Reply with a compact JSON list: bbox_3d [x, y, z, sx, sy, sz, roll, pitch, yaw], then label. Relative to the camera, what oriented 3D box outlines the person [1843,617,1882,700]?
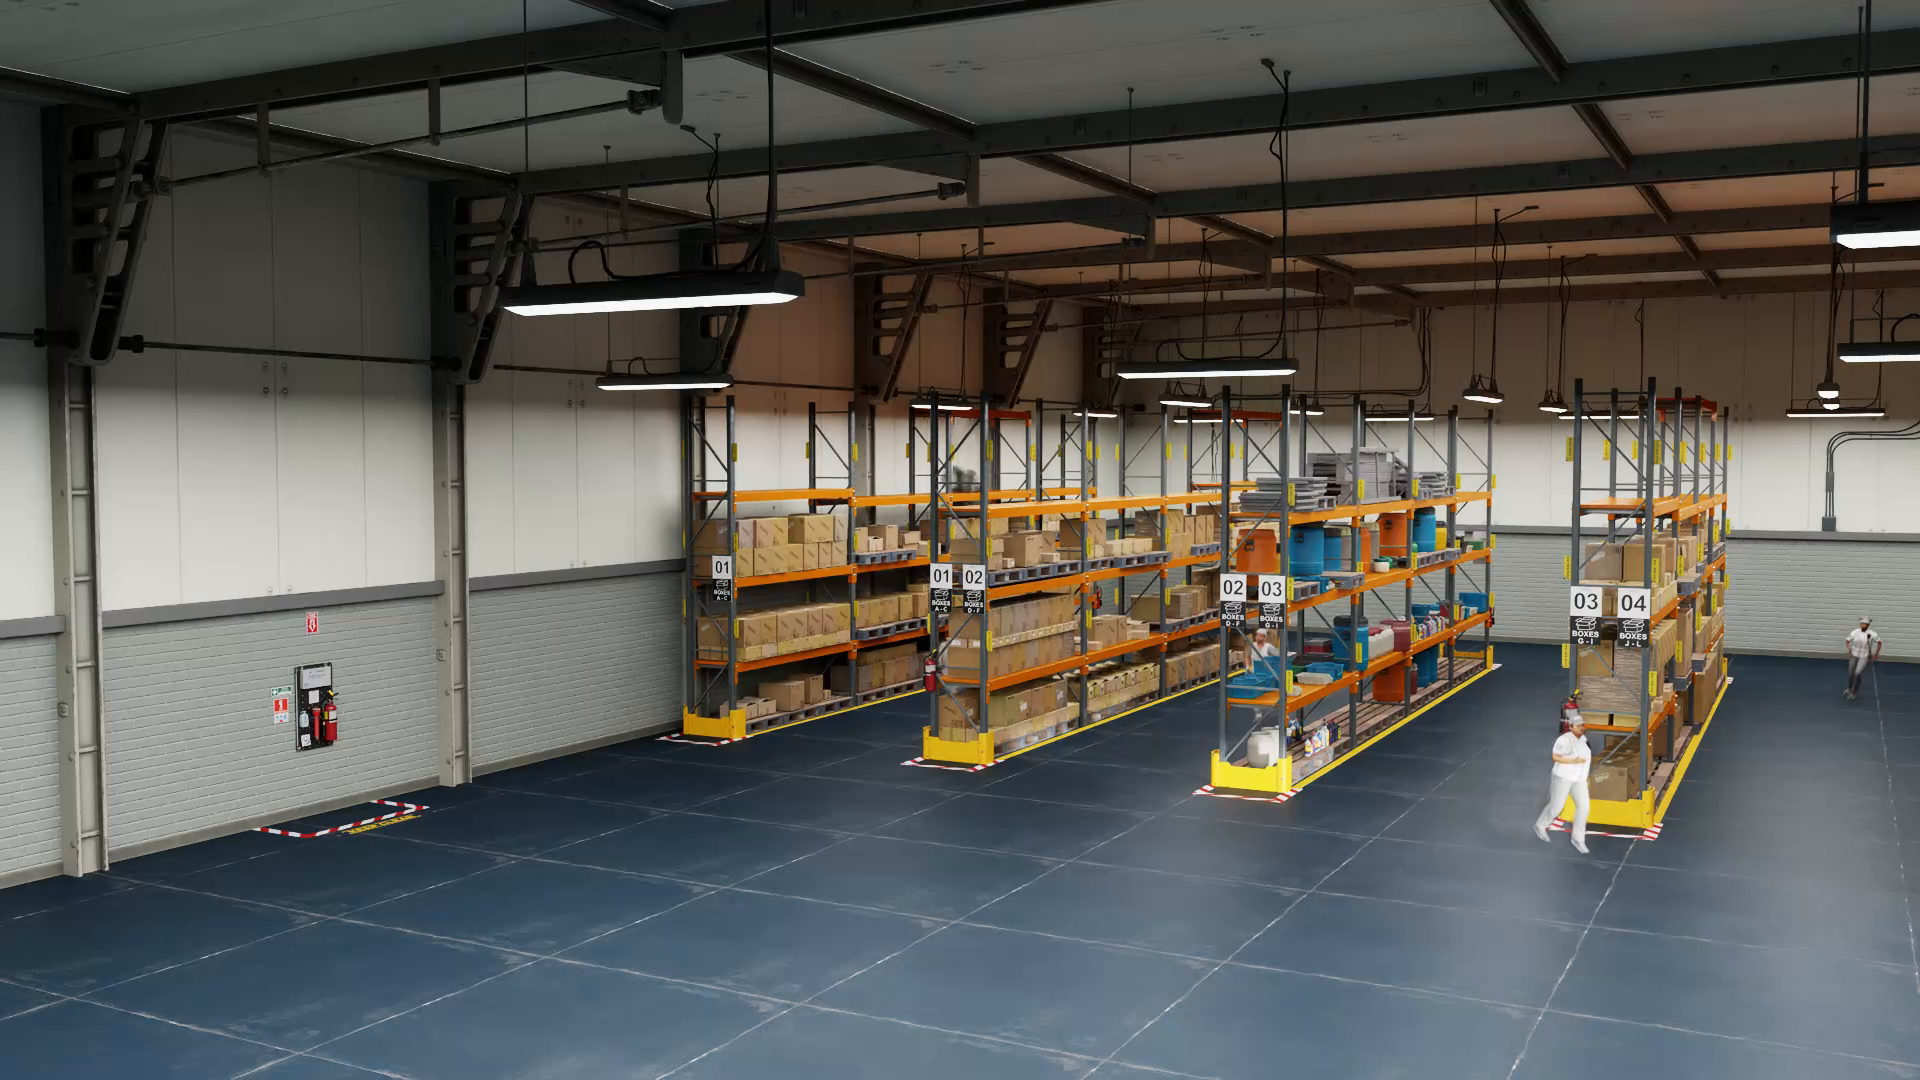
[{"bbox_3d":[18.302,2.402,33.792,0.671,1.713,0.690,3,4,43],"label":"person"}]

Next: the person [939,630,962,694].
[{"bbox_3d":[-0.136,2.521,30.265,0.692,1.862,0.882,1,3,25],"label":"person"}]

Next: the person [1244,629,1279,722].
[{"bbox_3d":[5.618,2.504,30.898,0.702,1.742,0.637,2,4,32],"label":"person"}]

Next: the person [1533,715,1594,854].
[{"bbox_3d":[7.727,3.067,21.094,0.611,1.711,0.817,-1,3,-22],"label":"person"}]
